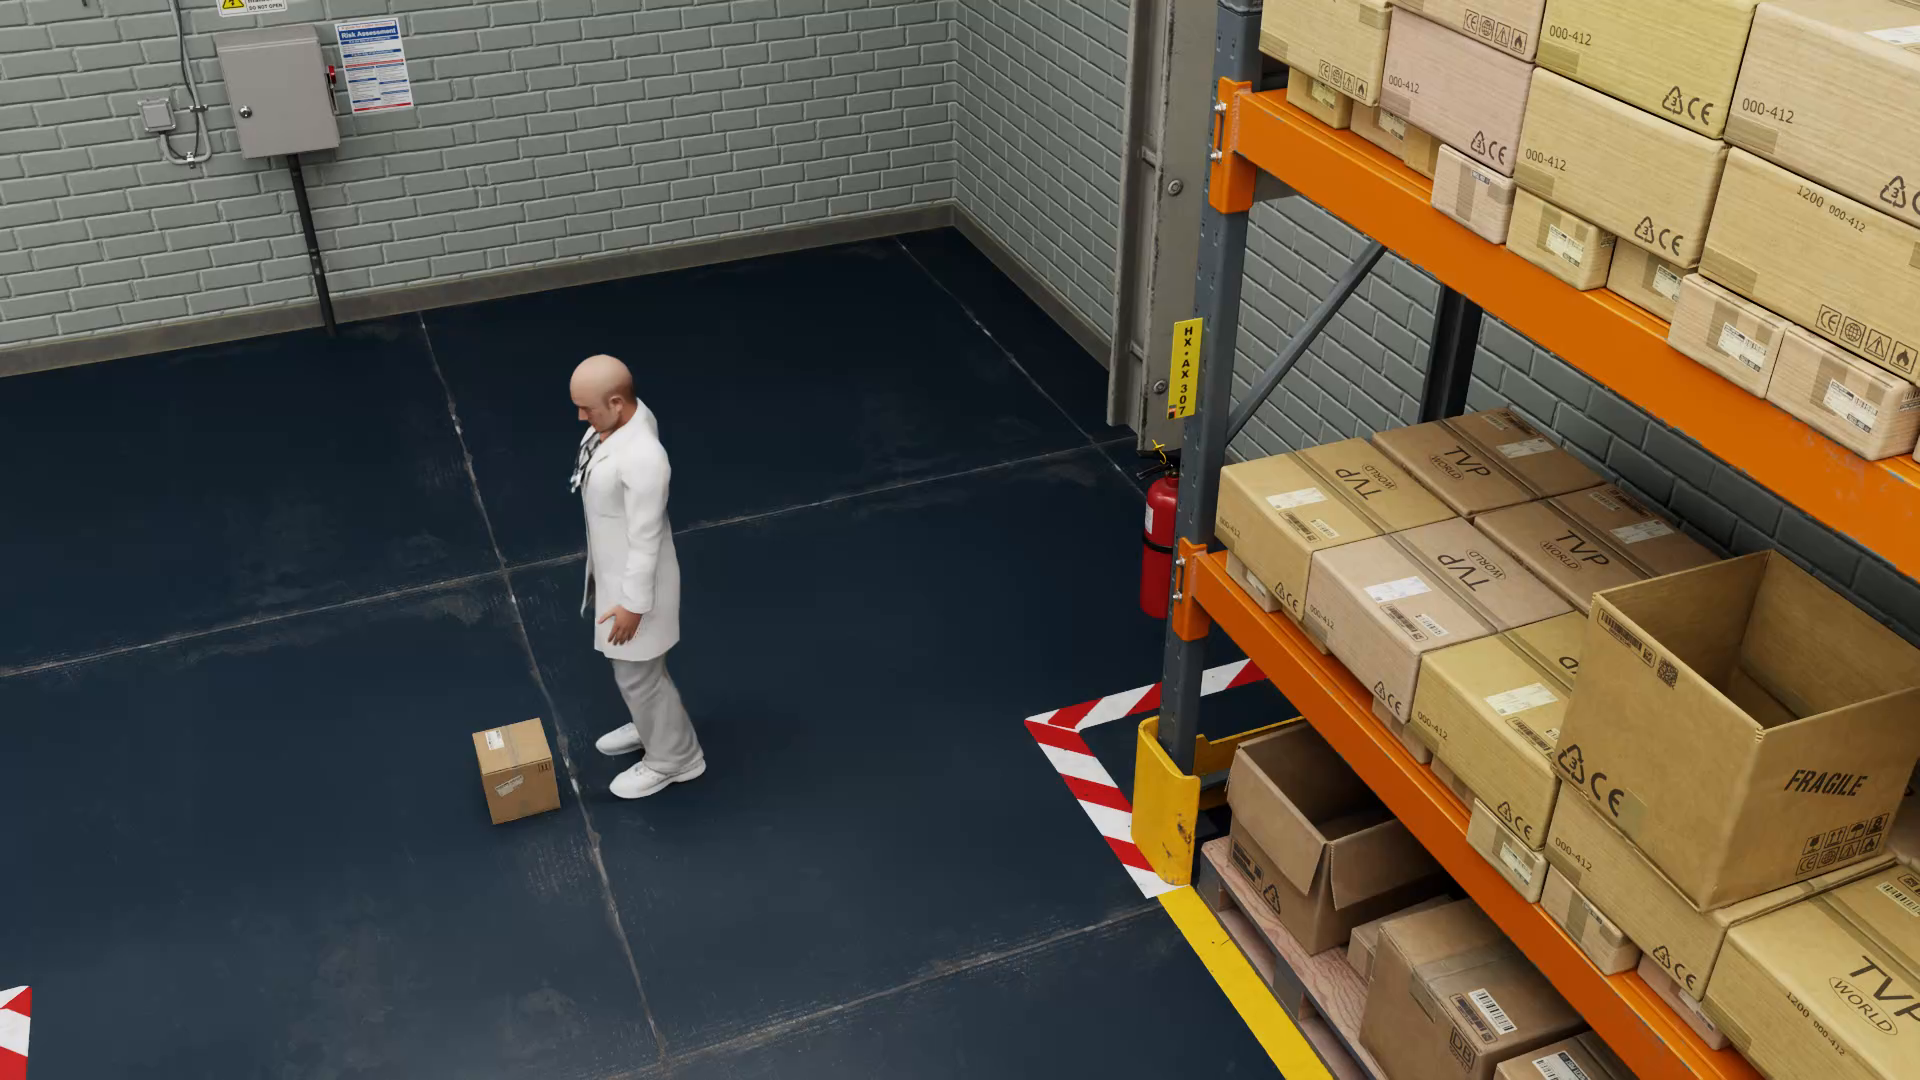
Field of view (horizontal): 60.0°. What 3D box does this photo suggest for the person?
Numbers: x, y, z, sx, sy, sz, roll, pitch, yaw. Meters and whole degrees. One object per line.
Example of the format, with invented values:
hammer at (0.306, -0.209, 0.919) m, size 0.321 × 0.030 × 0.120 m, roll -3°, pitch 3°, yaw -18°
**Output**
person at (-1.187, 0.138, 5.960) m, size 0.378 × 1.771 × 0.560 m, roll -12°, pitch 35°, yaw -18°
